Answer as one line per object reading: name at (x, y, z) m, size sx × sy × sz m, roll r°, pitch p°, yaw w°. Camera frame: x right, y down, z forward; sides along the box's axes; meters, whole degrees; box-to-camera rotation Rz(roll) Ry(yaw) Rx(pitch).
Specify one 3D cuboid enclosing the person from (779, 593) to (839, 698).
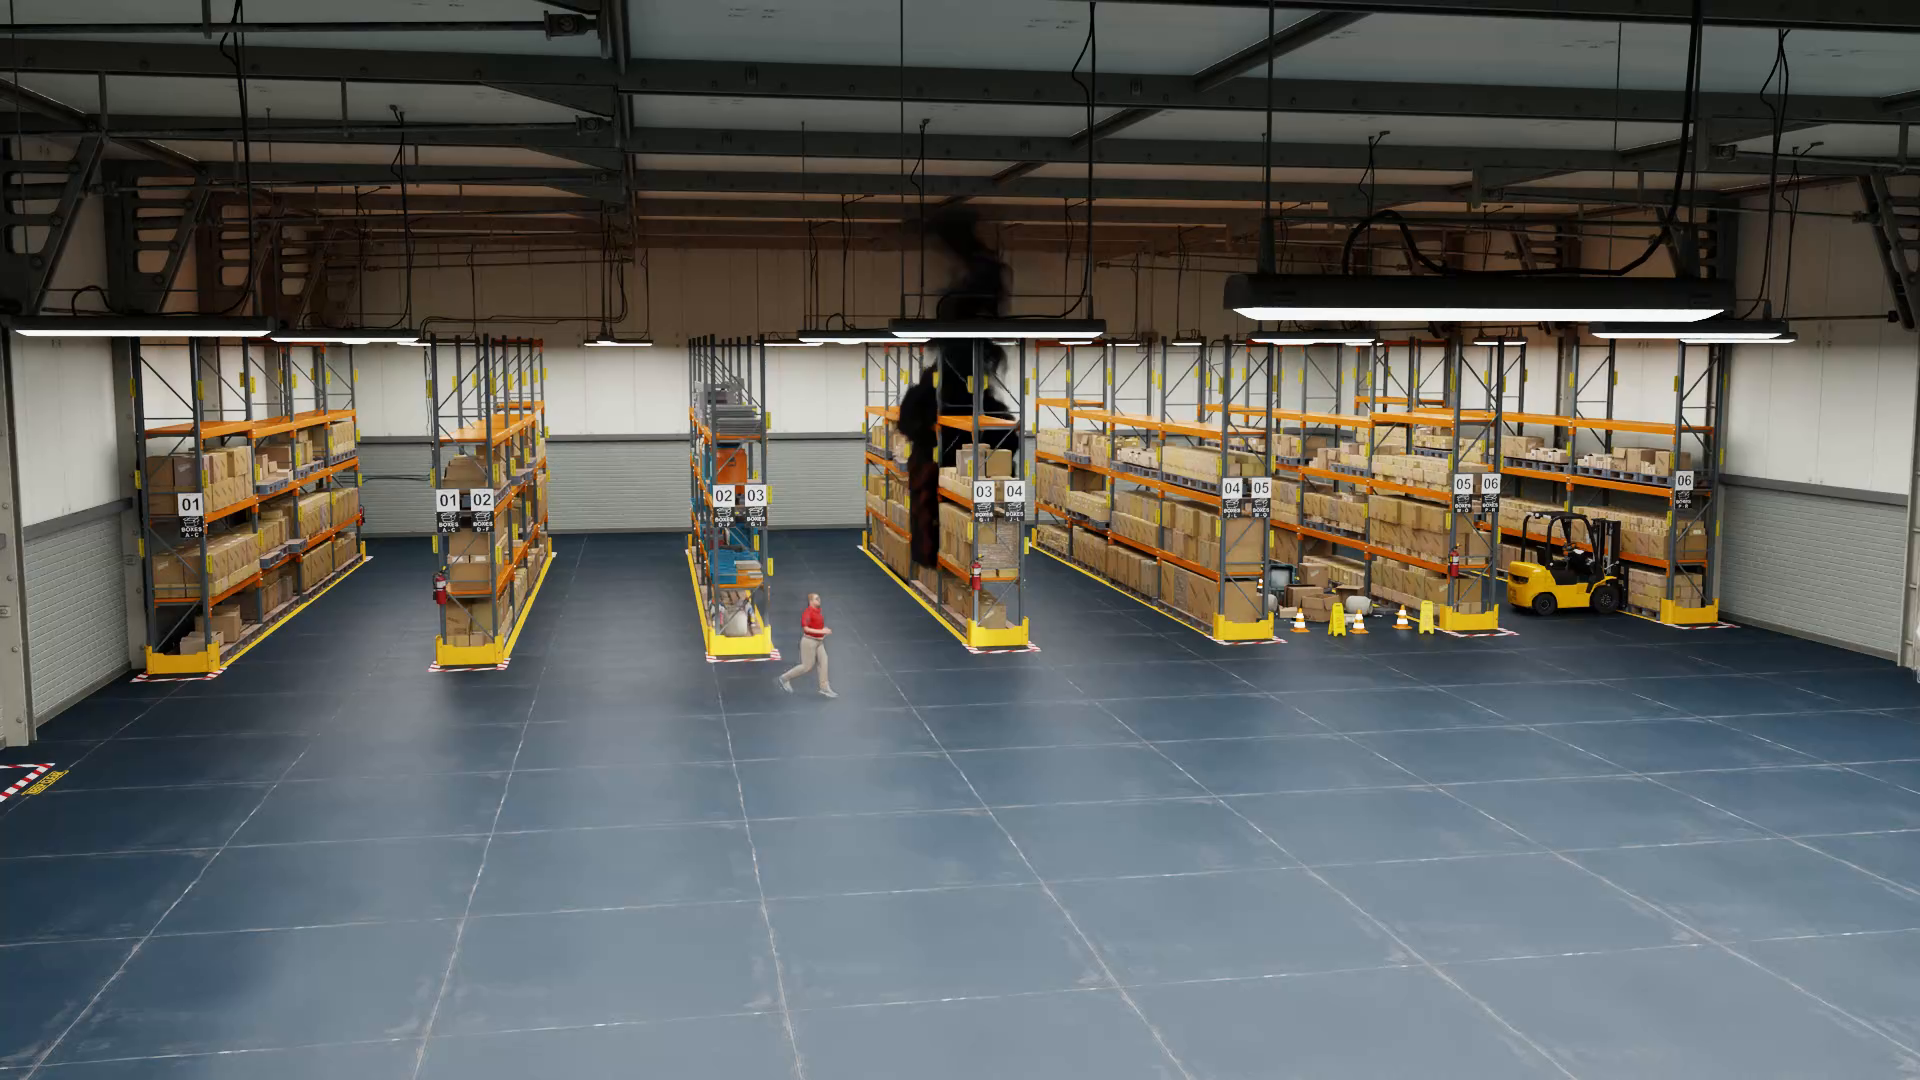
person at (-2.485, 1.736, 27.456) m, size 0.969 × 1.742 × 0.672 m, roll 2°, pitch 7°, yaw 14°
